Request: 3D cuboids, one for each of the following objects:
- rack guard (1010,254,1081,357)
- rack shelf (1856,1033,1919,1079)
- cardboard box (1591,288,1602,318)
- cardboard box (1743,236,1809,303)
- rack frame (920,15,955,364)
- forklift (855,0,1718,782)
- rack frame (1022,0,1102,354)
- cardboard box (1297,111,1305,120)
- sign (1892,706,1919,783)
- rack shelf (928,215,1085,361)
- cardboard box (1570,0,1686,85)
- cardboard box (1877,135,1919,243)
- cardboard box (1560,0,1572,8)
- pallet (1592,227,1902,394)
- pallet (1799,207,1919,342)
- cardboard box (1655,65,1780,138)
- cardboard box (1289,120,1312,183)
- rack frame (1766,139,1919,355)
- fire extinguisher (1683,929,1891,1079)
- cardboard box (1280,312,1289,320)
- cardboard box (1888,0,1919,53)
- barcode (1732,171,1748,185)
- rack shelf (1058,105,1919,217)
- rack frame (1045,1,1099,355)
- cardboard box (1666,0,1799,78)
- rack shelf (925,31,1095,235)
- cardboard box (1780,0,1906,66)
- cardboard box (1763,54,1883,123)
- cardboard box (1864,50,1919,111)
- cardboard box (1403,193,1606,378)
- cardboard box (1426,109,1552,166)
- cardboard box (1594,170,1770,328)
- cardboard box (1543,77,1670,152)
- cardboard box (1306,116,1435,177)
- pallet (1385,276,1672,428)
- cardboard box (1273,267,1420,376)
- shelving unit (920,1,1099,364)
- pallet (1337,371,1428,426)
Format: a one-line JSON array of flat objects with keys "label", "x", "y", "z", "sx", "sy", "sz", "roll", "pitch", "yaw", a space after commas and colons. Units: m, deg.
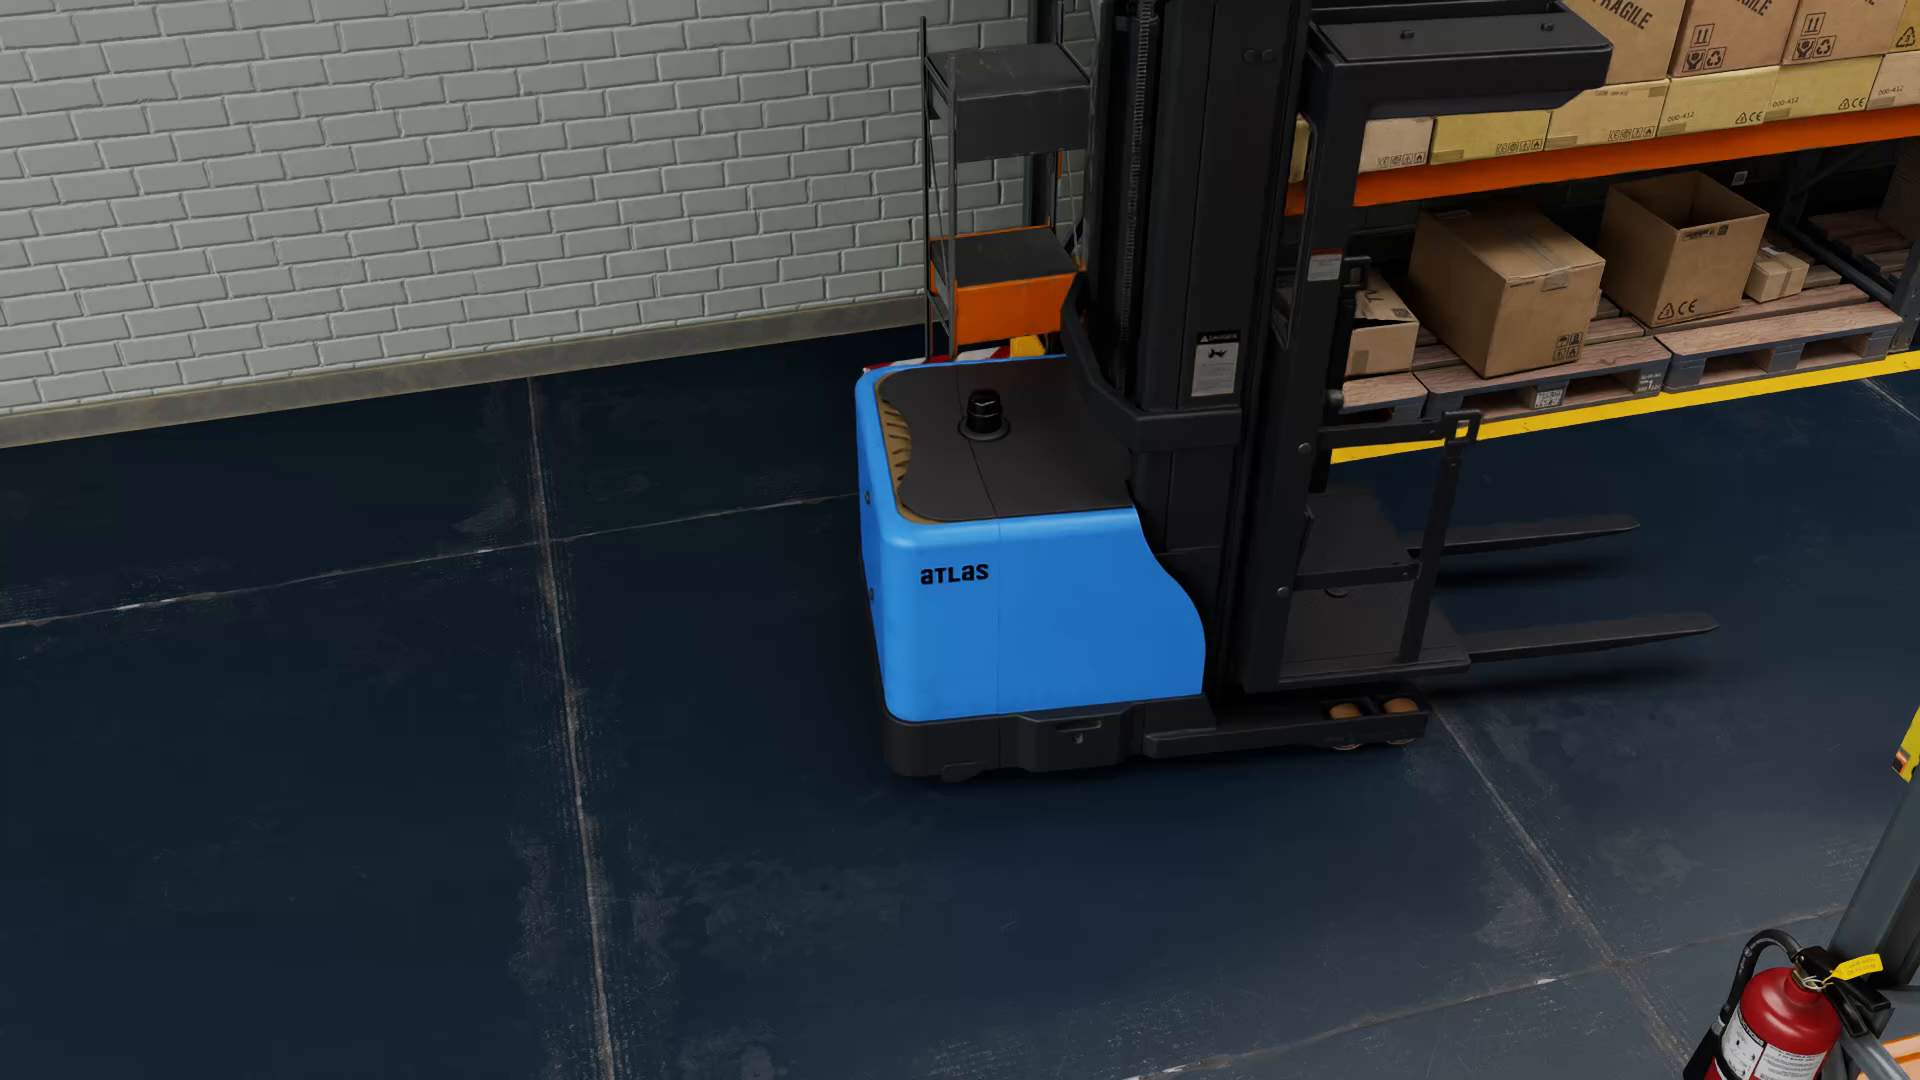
[{"label": "rack guard", "x": 0.538, "y": -0.758, "z": 7.329, "sx": 0.348, "sy": 0.500, "sz": 1.175, "roll": -9, "pitch": 38, "yaw": -12}, {"label": "rack shelf", "x": 3.691, "y": 1.136, "z": 3.389, "sx": 4.000, "sy": 0.370, "sz": 1.077, "roll": -9, "pitch": 38, "yaw": -12}, {"label": "cardboard box", "x": 2.777, "y": -1.173, "z": 7.799, "sx": 0.250, "sy": 0.149, "sz": 0.380, "roll": -12, "pitch": 39, "yaw": -16}, {"label": "cardboard box", "x": 3.818, "y": -1.319, "z": 7.975, "sx": 0.250, "sy": 0.166, "sz": 0.380, "roll": -14, "pitch": 40, "yaw": -18}, {"label": "rack frame", "x": -0.076, "y": -0.821, "z": 6.095, "sx": 0.015, "sy": 2.100, "sz": 0.400, "roll": -9, "pitch": 38, "yaw": -12}, {"label": "forklift", "x": 1.183, "y": -0.747, "z": 5.314, "sx": 3.031, "sy": 2.935, "sz": 1.130, "roll": -5, "pitch": 38, "yaw": -6}, {"label": "rack frame", "x": 0.465, "y": -1.738, "z": 6.554, "sx": 0.127, "sy": 3.000, "sz": 1.000, "roll": -9, "pitch": 38, "yaw": -12}, {"label": "cardboard box", "x": 1.004, "y": -1.884, "z": 6.234, "sx": 0.500, "sy": 0.500, "sz": 0.500, "roll": -9, "pitch": 38, "yaw": -12}, {"label": "sign", "x": 1.632, "y": 0.292, "z": 2.751, "sx": 0.005, "sy": 0.325, "sz": 0.100, "roll": -9, "pitch": 38, "yaw": -12}, {"label": "rack shelf", "x": 0.160, "y": -0.849, "z": 6.154, "sx": 0.480, "sy": 0.518, "sz": 0.431, "roll": -9, "pitch": 38, "yaw": -12}, {"label": "cardboard box", "x": 2.480, "y": -2.123, "z": 6.547, "sx": 0.500, "sy": 0.500, "sz": 0.500, "roll": -8, "pitch": 38, "yaw": -11}, {"label": "cardboard box", "x": 5.033, "y": -1.680, "z": 8.173, "sx": 0.500, "sy": 0.500, "sz": 0.700, "roll": -8, "pitch": 38, "yaw": -10}, {"label": "cardboard box", "x": 1.985, "y": -2.035, "z": 6.431, "sx": 0.500, "sy": 0.500, "sz": 0.500, "roll": -11, "pitch": 39, "yaw": -13}, {"label": "pallet", "x": 3.688, "y": -1.137, "z": 8.063, "sx": 1.213, "sy": 0.211, "sz": 1.003, "roll": -9, "pitch": 38, "yaw": -12}, {"label": "pallet", "x": 5.078, "y": -1.389, "z": 8.392, "sx": 1.213, "sy": 0.211, "sz": 1.003, "roll": -9, "pitch": 38, "yaw": -12}, {"label": "cardboard box", "x": 2.984, "y": -1.905, "z": 6.878, "sx": 0.500, "sy": 0.250, "sz": 0.500, "roll": -10, "pitch": 38, "yaw": -12}, {"label": "cardboard box", "x": 1.019, "y": -1.578, "z": 6.451, "sx": 0.500, "sy": 0.250, "sz": 0.500, "roll": -10, "pitch": 39, "yaw": -13}, {"label": "rack frame", "x": 4.327, "y": -2.372, "z": 7.382, "sx": 0.127, "sy": 3.000, "sz": 1.000, "roll": -9, "pitch": 38, "yaw": -12}, {"label": "fire extinguisher", "x": 1.525, "y": 0.944, "z": 3.111, "sx": 0.183, "sy": 0.674, "sz": 0.296, "roll": -9, "pitch": 38, "yaw": -12}, {"label": "cardboard box", "x": 1.157, "y": -0.902, "z": 7.311, "sx": 0.500, "sy": 0.311, "sz": 0.500, "roll": -14, "pitch": 39, "yaw": -17}, {"label": "cardboard box", "x": 3.951, "y": -2.362, "z": 6.859, "sx": 0.500, "sy": 0.500, "sz": 0.500, "roll": -9, "pitch": 38, "yaw": -12}, {"label": "barcode", "x": 3.743, "y": -1.736, "z": 7.983, "sx": 0.075, "sy": 0.075, "sz": 0.001, "roll": -9, "pitch": 38, "yaw": -12}, {"label": "rack shelf", "x": 2.396, "y": -1.769, "z": 7.186, "sx": 4.000, "sy": 0.370, "sz": 1.077, "roll": -9, "pitch": 38, "yaw": -12}, {"label": "rack frame", "x": 0.395, "y": -0.899, "z": 6.197, "sx": 0.015, "sy": 2.100, "sz": 0.400, "roll": -9, "pitch": 38, "yaw": -12}, {"label": "cardboard box", "x": 2.982, "y": -2.206, "z": 6.655, "sx": 0.500, "sy": 0.500, "sz": 0.500, "roll": -10, "pitch": 39, "yaw": -13}, {"label": "rack shelf", "x": 0.160, "y": -1.405, "z": 5.729, "sx": 0.480, "sy": 0.518, "sz": 0.431, "roll": -9, "pitch": 38, "yaw": -12}, {"label": "cardboard box", "x": 3.471, "y": -2.280, "z": 6.751, "sx": 0.500, "sy": 0.500, "sz": 0.500, "roll": -10, "pitch": 38, "yaw": -12}, {"label": "cardboard box", "x": 3.465, "y": -1.993, "z": 6.994, "sx": 0.500, "sy": 0.250, "sz": 0.500, "roll": -9, "pitch": 38, "yaw": -12}, {"label": "cardboard box", "x": 3.949, "y": -2.068, "z": 7.091, "sx": 0.500, "sy": 0.250, "sz": 0.500, "roll": -9, "pitch": 38, "yaw": -12}, {"label": "cardboard box", "x": 2.428, "y": -1.154, "z": 7.485, "sx": 0.500, "sy": 0.500, "sz": 0.700, "roll": -12, "pitch": 39, "yaw": -15}, {"label": "cardboard box", "x": 2.010, "y": -1.746, "z": 6.670, "sx": 0.500, "sy": 0.250, "sz": 0.500, "roll": -10, "pitch": 39, "yaw": -13}, {"label": "cardboard box", "x": 3.335, "y": -1.366, "z": 7.762, "sx": 0.500, "sy": 0.500, "sz": 0.500, "roll": -12, "pitch": 39, "yaw": -15}, {"label": "cardboard box", "x": 2.499, "y": -1.824, "z": 6.773, "sx": 0.500, "sy": 0.250, "sz": 0.500, "roll": -9, "pitch": 38, "yaw": -12}, {"label": "cardboard box", "x": 1.517, "y": -1.668, "z": 6.569, "sx": 0.500, "sy": 0.250, "sz": 0.500, "roll": -10, "pitch": 39, "yaw": -13}, {"label": "pallet", "x": 2.508, "y": -0.942, "z": 7.808, "sx": 1.213, "sy": 0.211, "sz": 1.003, "roll": -9, "pitch": 38, "yaw": -12}, {"label": "cardboard box", "x": 1.707, "y": -0.992, "z": 7.429, "sx": 0.500, "sy": 0.311, "sz": 0.500, "roll": -6, "pitch": 38, "yaw": -8}, {"label": "shelving unit", "x": 0.160, "y": -0.860, "z": 6.146, "sx": 0.503, "sy": 2.100, "sz": 0.431, "roll": -9, "pitch": 38, "yaw": -12}, {"label": "pallet", "x": 1.332, "y": -0.751, "z": 7.558, "sx": 1.213, "sy": 0.211, "sz": 1.003, "roll": -9, "pitch": 38, "yaw": -12}]
